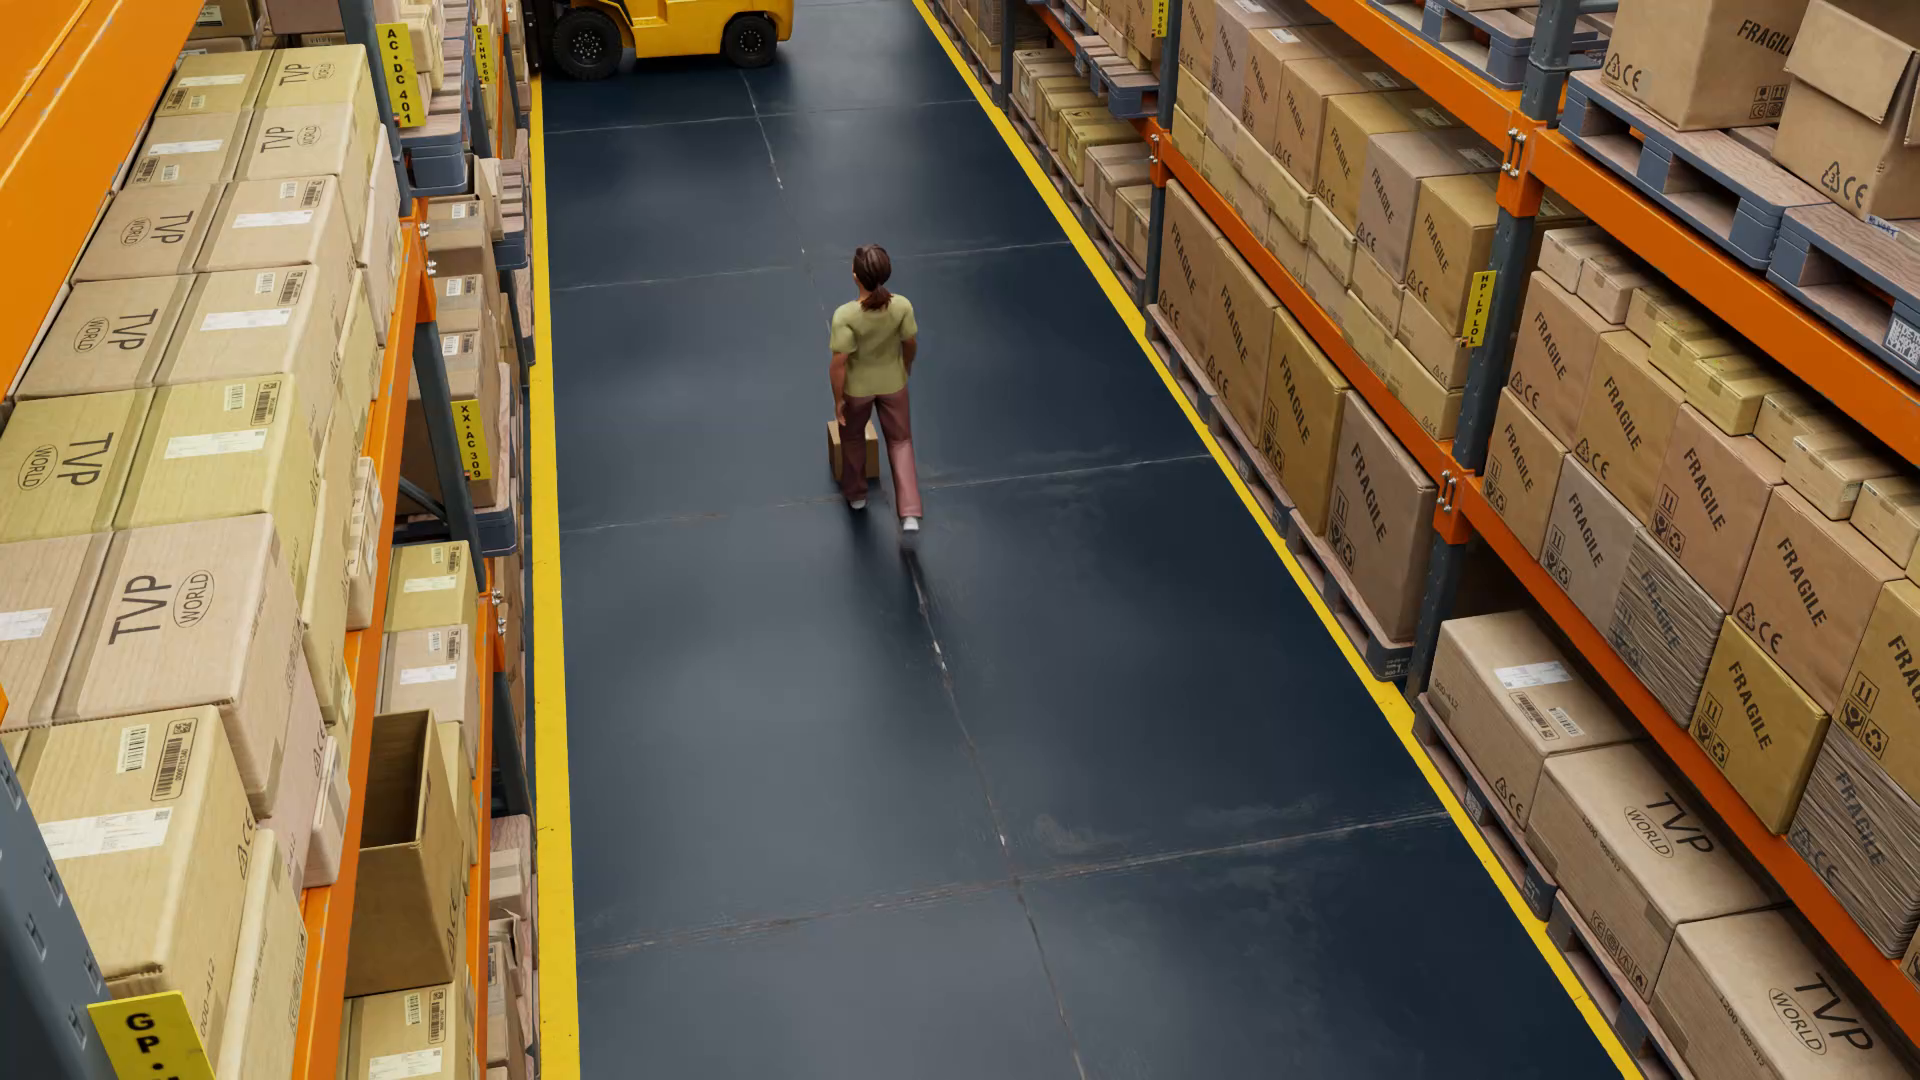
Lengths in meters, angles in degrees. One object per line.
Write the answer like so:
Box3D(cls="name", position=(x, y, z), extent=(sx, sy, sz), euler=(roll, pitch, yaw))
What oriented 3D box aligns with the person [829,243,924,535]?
Box3D(cls="person", position=(-0.448, -0.780, 8.482), extent=(0.469, 1.645, 0.867), euler=(-8, 35, -11))
